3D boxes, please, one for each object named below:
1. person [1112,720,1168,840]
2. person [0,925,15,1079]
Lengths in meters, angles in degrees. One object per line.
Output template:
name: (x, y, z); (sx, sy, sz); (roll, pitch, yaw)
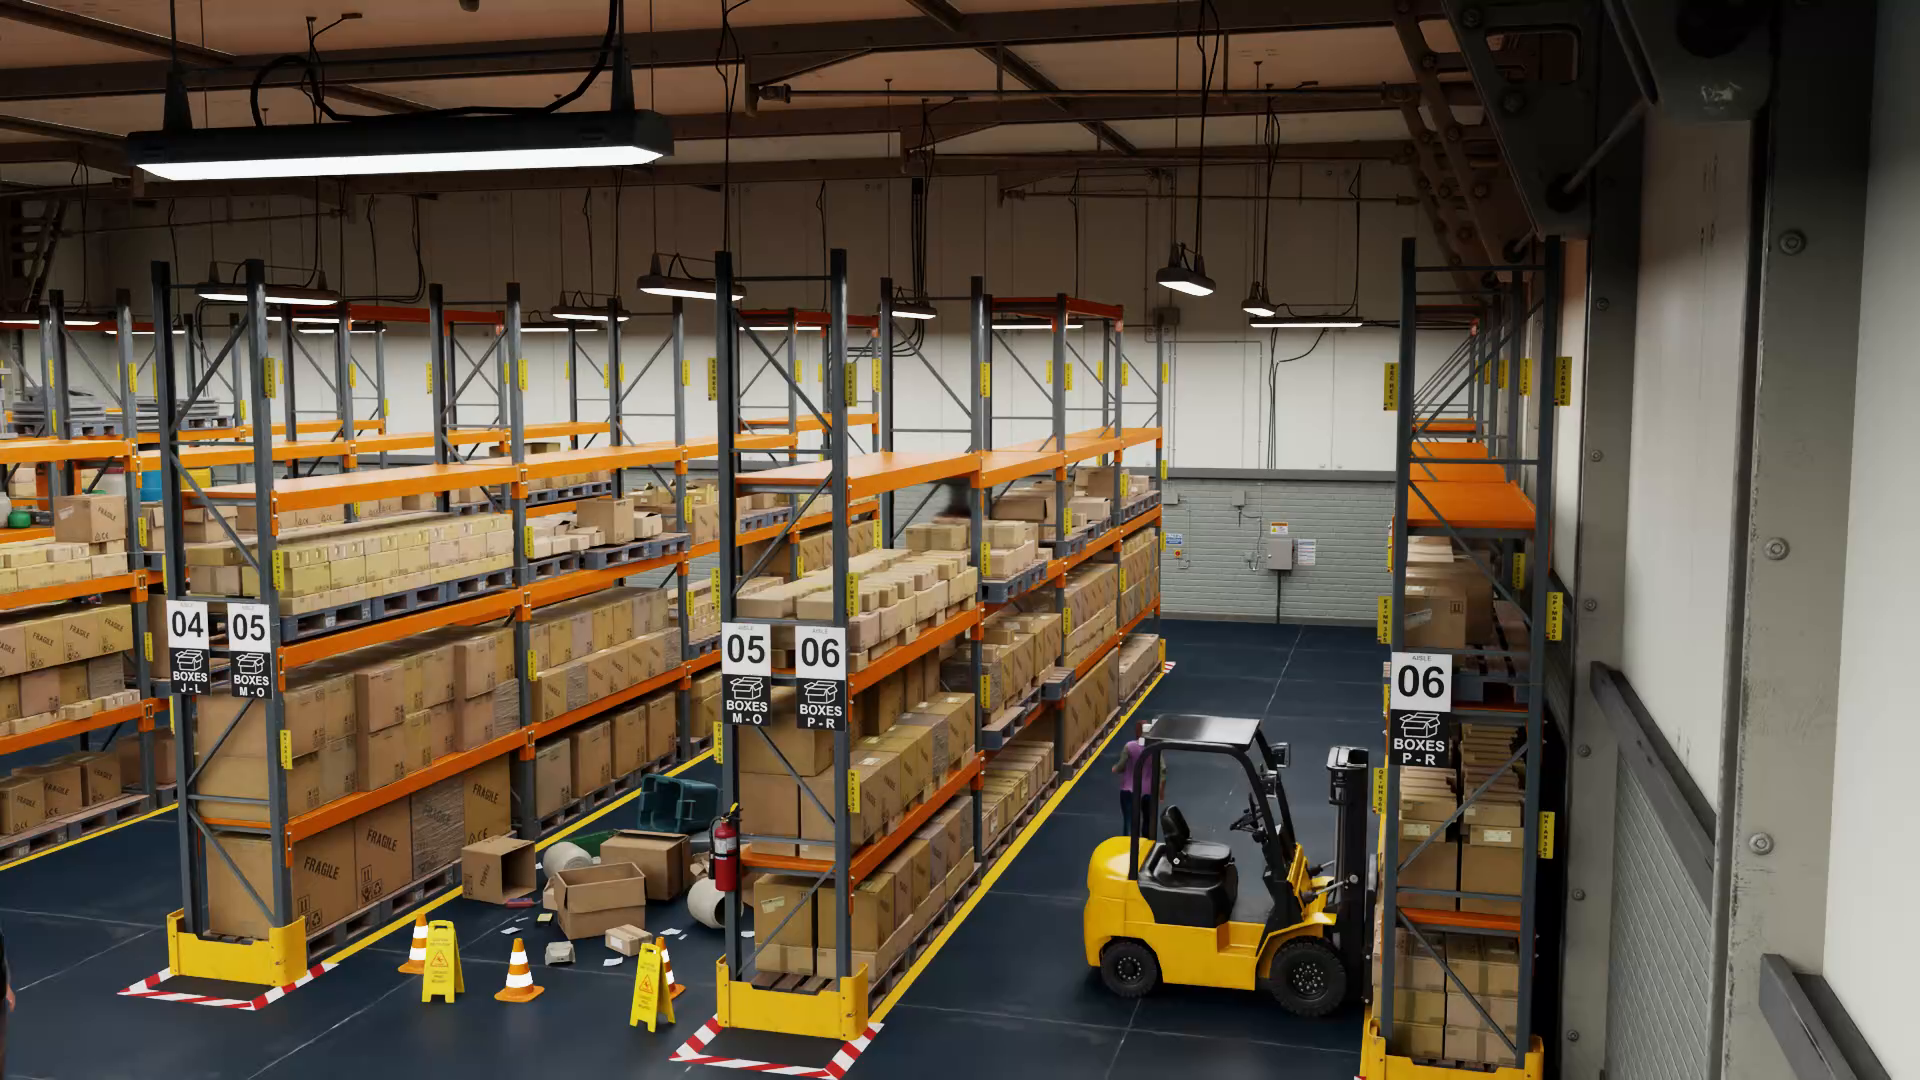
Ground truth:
person: (1.831, 2.602, 17.135); (0.633, 1.561, 0.893); (2, 6, 16)
person: (-6.639, 3.134, 11.156); (0.382, 1.723, 0.563); (3, 7, 22)
